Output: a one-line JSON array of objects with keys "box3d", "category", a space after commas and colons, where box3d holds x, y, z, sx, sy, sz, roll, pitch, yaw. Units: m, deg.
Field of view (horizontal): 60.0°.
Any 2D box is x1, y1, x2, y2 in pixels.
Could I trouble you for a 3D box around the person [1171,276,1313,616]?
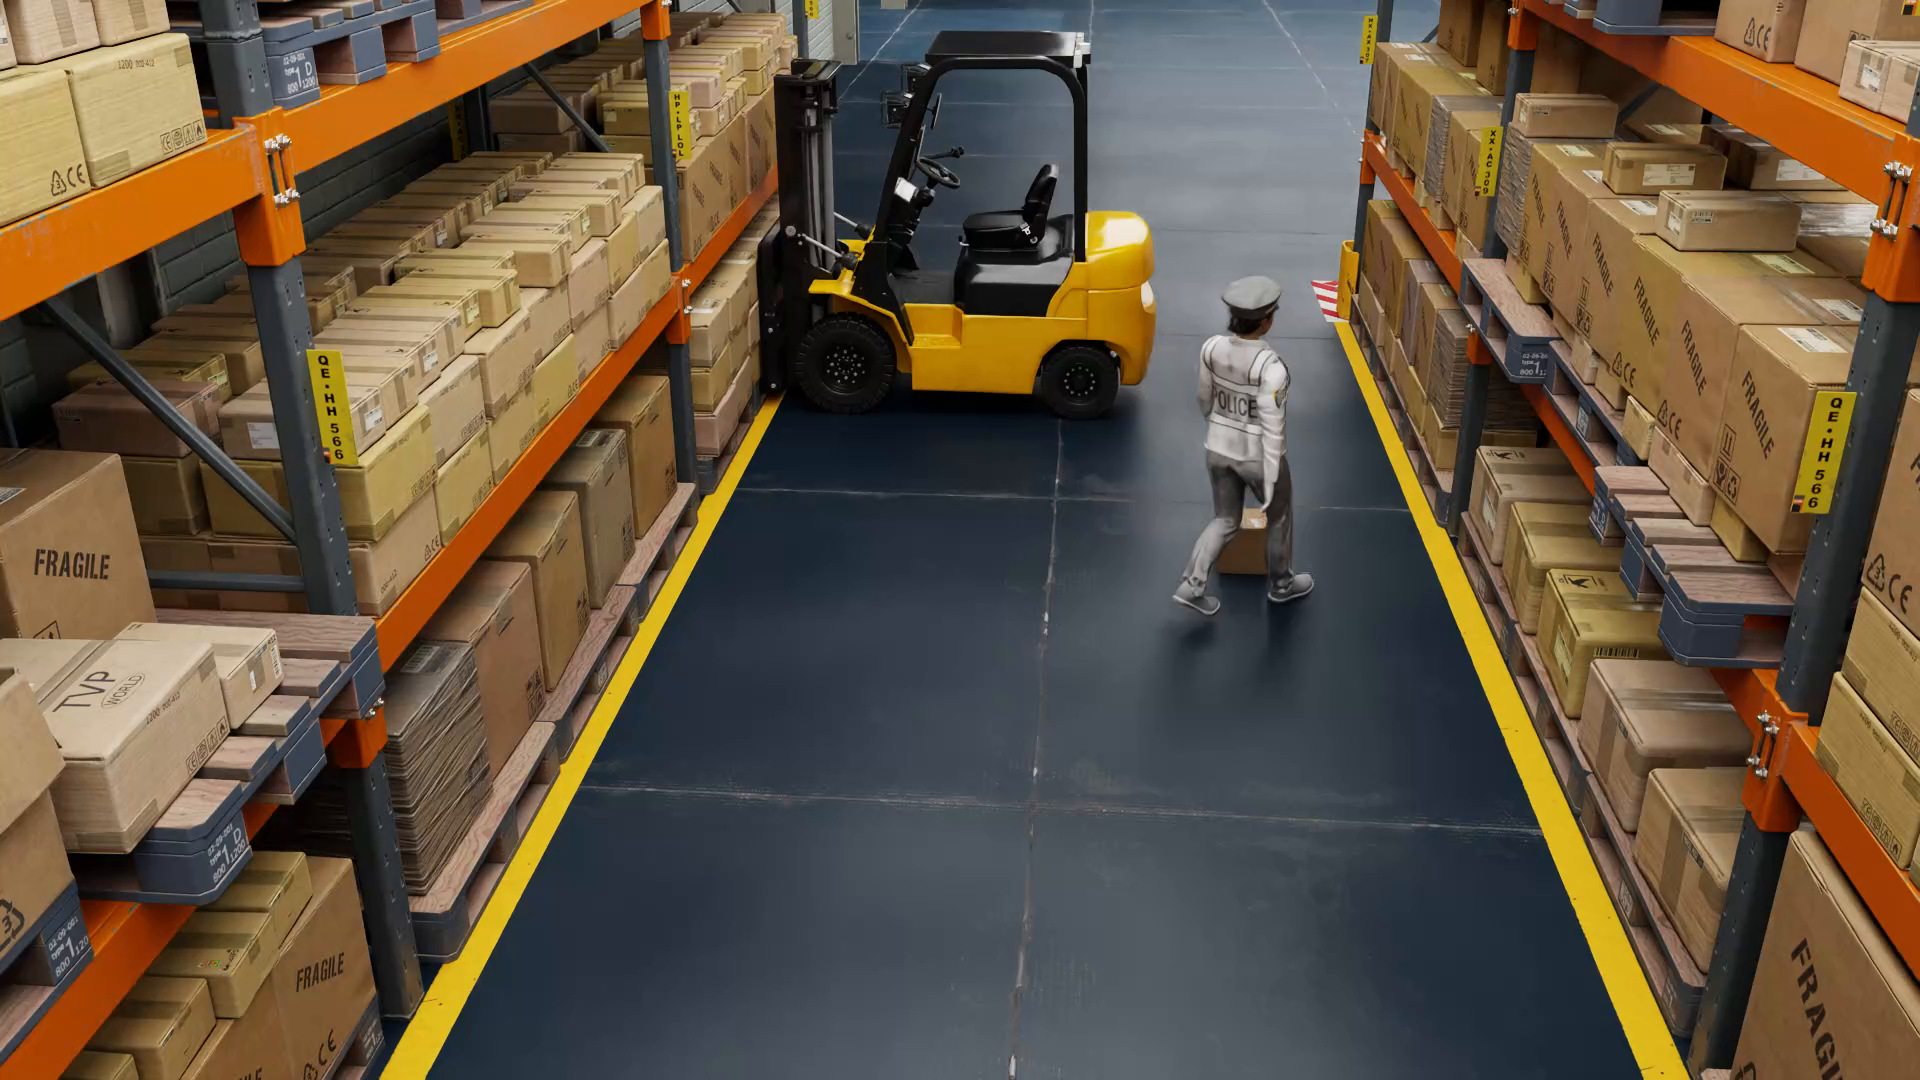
[{"box3d": [1.337, -0.420, 7.543, 0.490, 1.627, 0.831, 20, 32, 37], "category": "person"}]
